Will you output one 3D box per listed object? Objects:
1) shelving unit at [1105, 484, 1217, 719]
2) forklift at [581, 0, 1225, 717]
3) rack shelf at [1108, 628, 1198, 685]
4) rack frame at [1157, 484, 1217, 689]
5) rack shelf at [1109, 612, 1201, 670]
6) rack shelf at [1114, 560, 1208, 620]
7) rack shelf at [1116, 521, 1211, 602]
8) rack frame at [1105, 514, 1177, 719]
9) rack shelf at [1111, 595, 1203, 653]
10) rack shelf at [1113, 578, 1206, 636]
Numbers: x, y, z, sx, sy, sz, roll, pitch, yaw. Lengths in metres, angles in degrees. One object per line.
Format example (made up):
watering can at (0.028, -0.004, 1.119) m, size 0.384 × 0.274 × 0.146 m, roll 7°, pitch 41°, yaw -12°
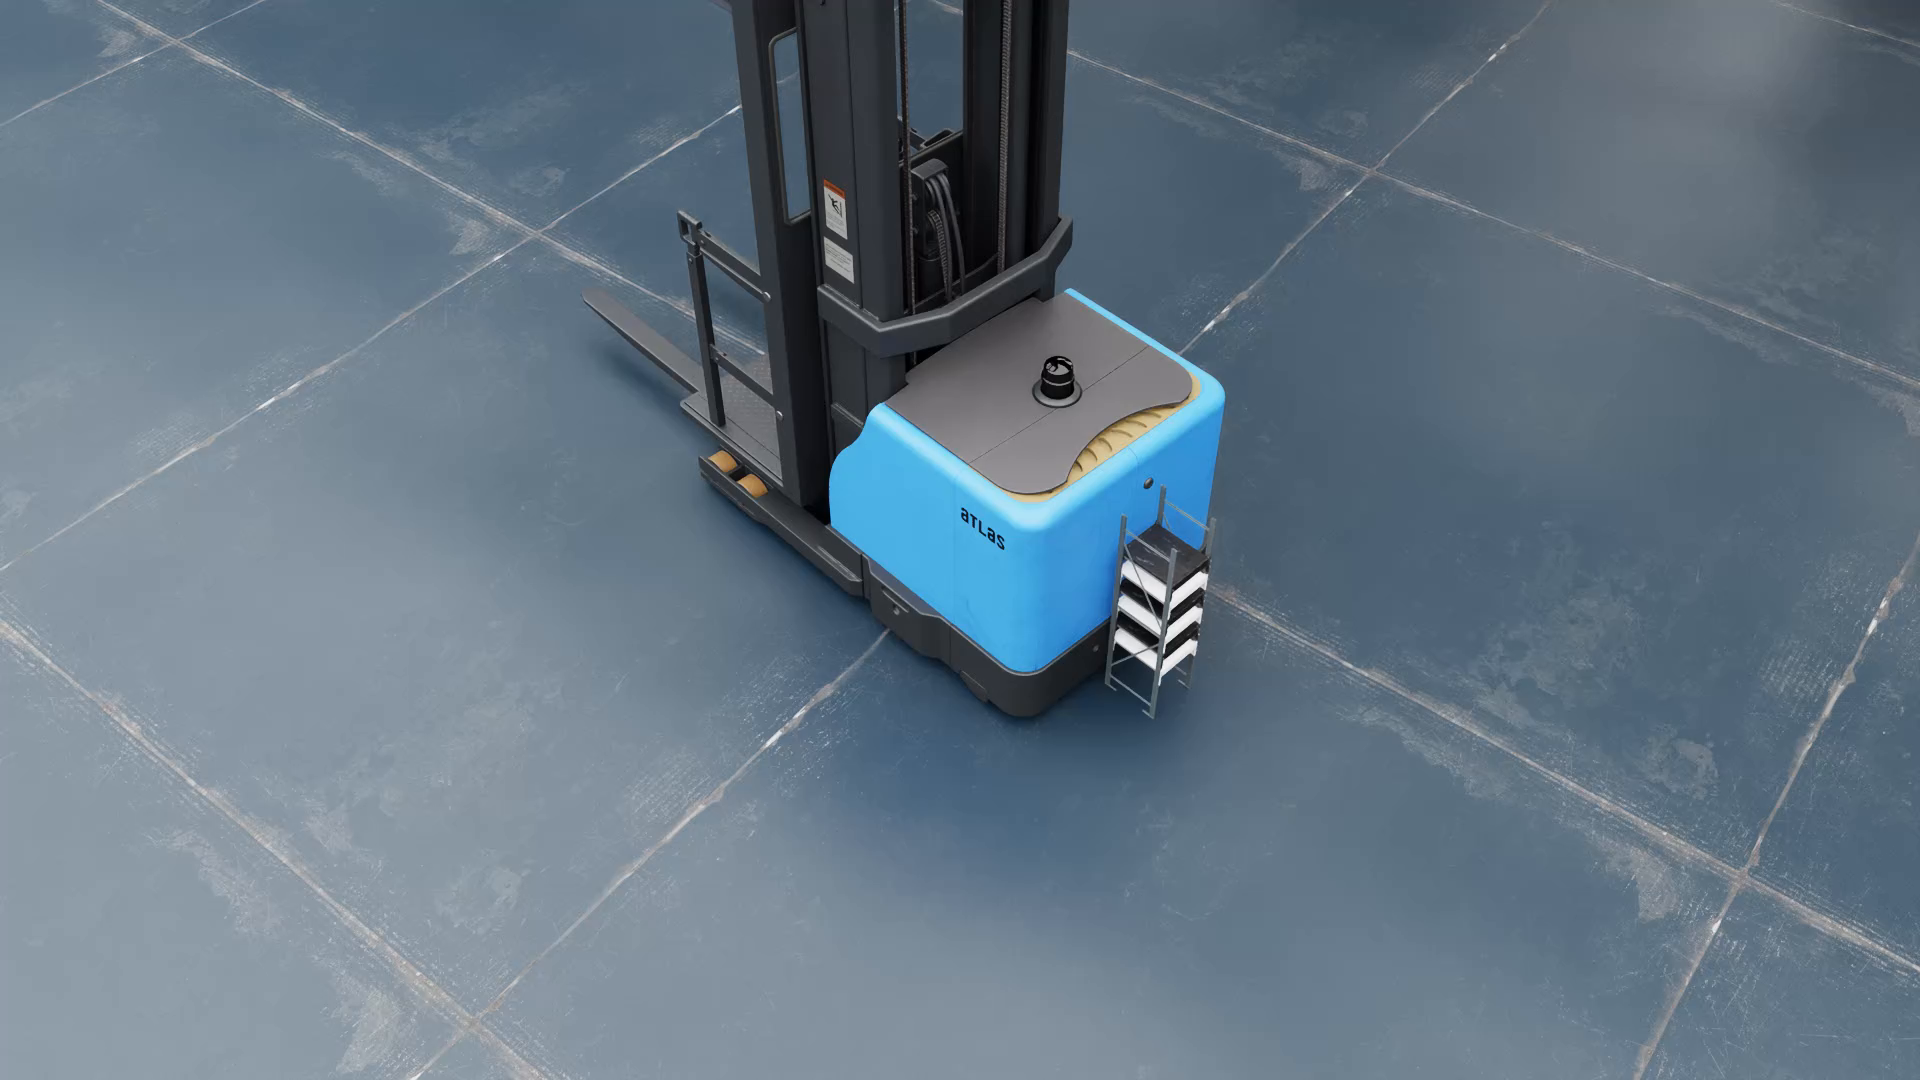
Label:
shelving unit at (0.701, 0.235, 5.903) m, size 0.210 × 0.900 × 0.258 m, roll -35°, pitch 56°, yaw -29°
forklift at (-0.433, -1.344, 6.007) m, size 1.130 × 2.935 × 3.031 m, roll -34°, pitch 55°, yaw -28°
rack shelf at (0.701, 0.382, 6.057) m, size 0.200 × 0.077 × 0.258 m, roll -35°, pitch 56°, yaw -29°
rack frame at (0.774, 0.183, 5.952) m, size 0.006 × 0.900 × 0.240 m, roll -35°, pitch 56°, yaw -29°
rack shelf at (0.701, 0.320, 5.992) m, size 0.200 × 0.077 × 0.258 m, roll -35°, pitch 56°, yaw -29°
rack shelf at (0.701, 0.134, 5.797) m, size 0.200 × 0.077 × 0.258 m, roll -35°, pitch 56°, yaw -29°
rack shelf at (0.701, 0.072, 5.732) m, size 0.200 × 0.077 × 0.258 m, roll -35°, pitch 56°, yaw -29°
rack frame at (0.629, 0.287, 5.854) m, size 0.006 × 0.900 × 0.240 m, roll -35°, pitch 56°, yaw -29°
rack shelf at (0.701, 0.258, 5.927) m, size 0.200 × 0.077 × 0.258 m, roll -35°, pitch 56°, yaw -29°
rack shelf at (0.701, 0.196, 5.862) m, size 0.200 × 0.077 × 0.258 m, roll -35°, pitch 56°, yaw -29°
